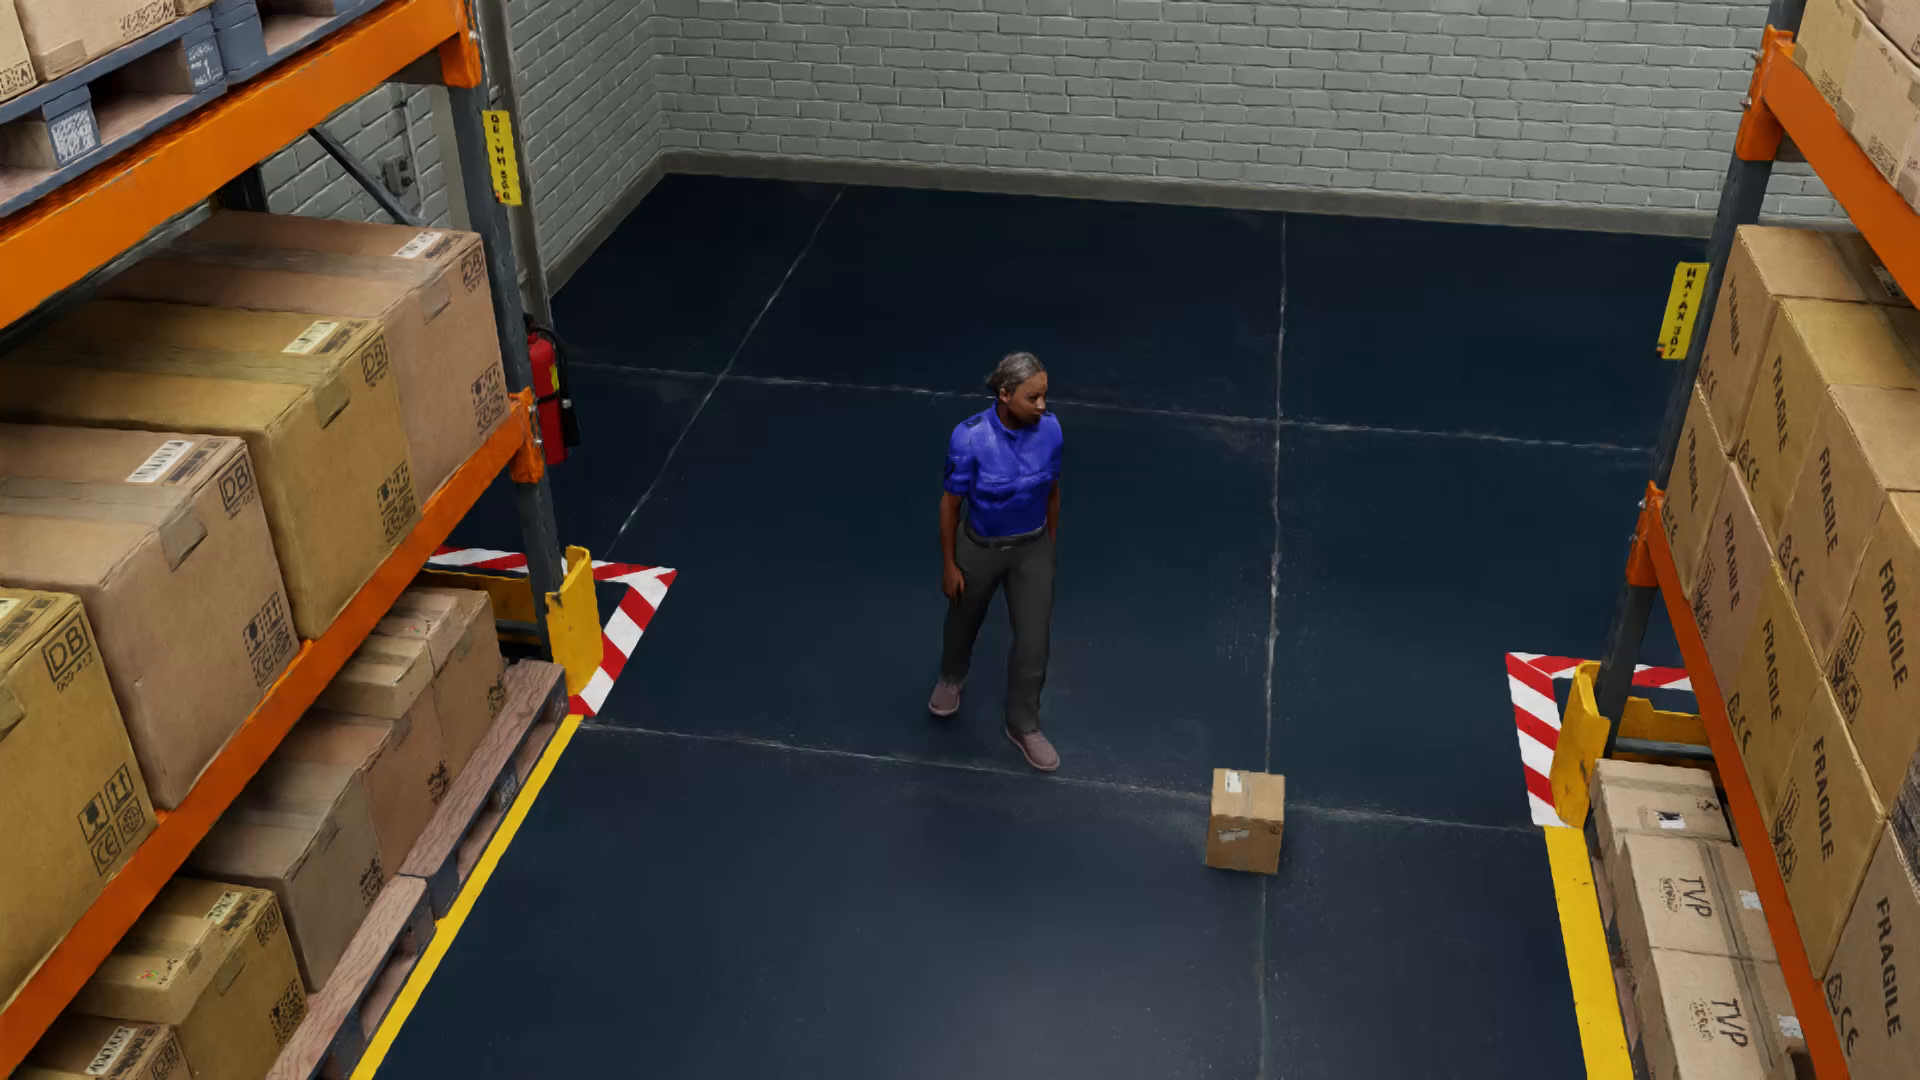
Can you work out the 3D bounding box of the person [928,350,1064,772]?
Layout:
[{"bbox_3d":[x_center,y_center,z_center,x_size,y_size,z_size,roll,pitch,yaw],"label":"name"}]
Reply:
[{"bbox_3d":[0.140,0.037,6.085,0.469,1.654,0.650,-10,34,-15],"label":"person"}]
